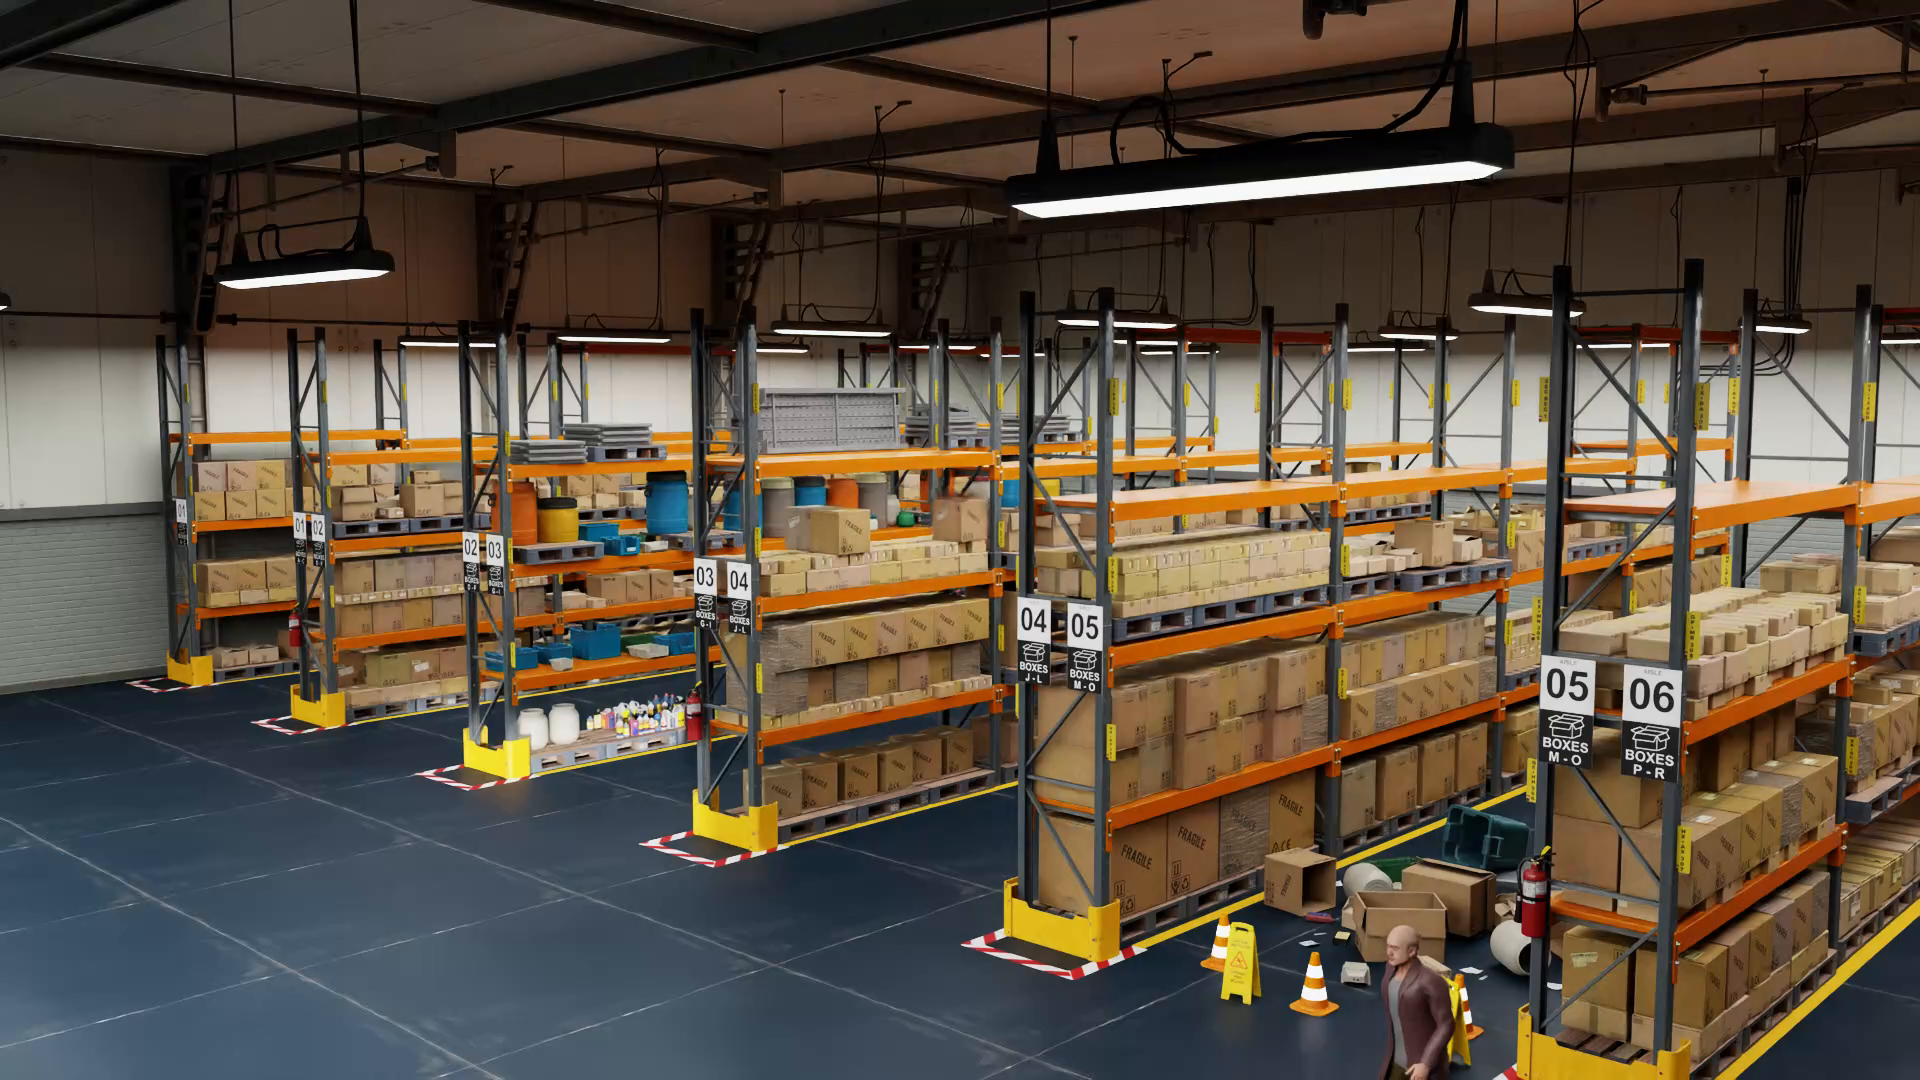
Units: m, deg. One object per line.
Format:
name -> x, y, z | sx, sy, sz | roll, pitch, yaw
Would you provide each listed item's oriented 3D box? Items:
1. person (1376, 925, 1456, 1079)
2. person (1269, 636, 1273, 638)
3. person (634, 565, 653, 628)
person -> 3.005, 3.302, 10.636 | 0.751, 1.757, 0.641 | -3, 6, -27
person -> 4.397, 2.142, 23.775 | 0.420, 1.537, 0.972 | 5, 7, 42
person -> -6.424, 1.207, 33.367 | 0.488, 1.662, 0.514 | -2, 6, -24
